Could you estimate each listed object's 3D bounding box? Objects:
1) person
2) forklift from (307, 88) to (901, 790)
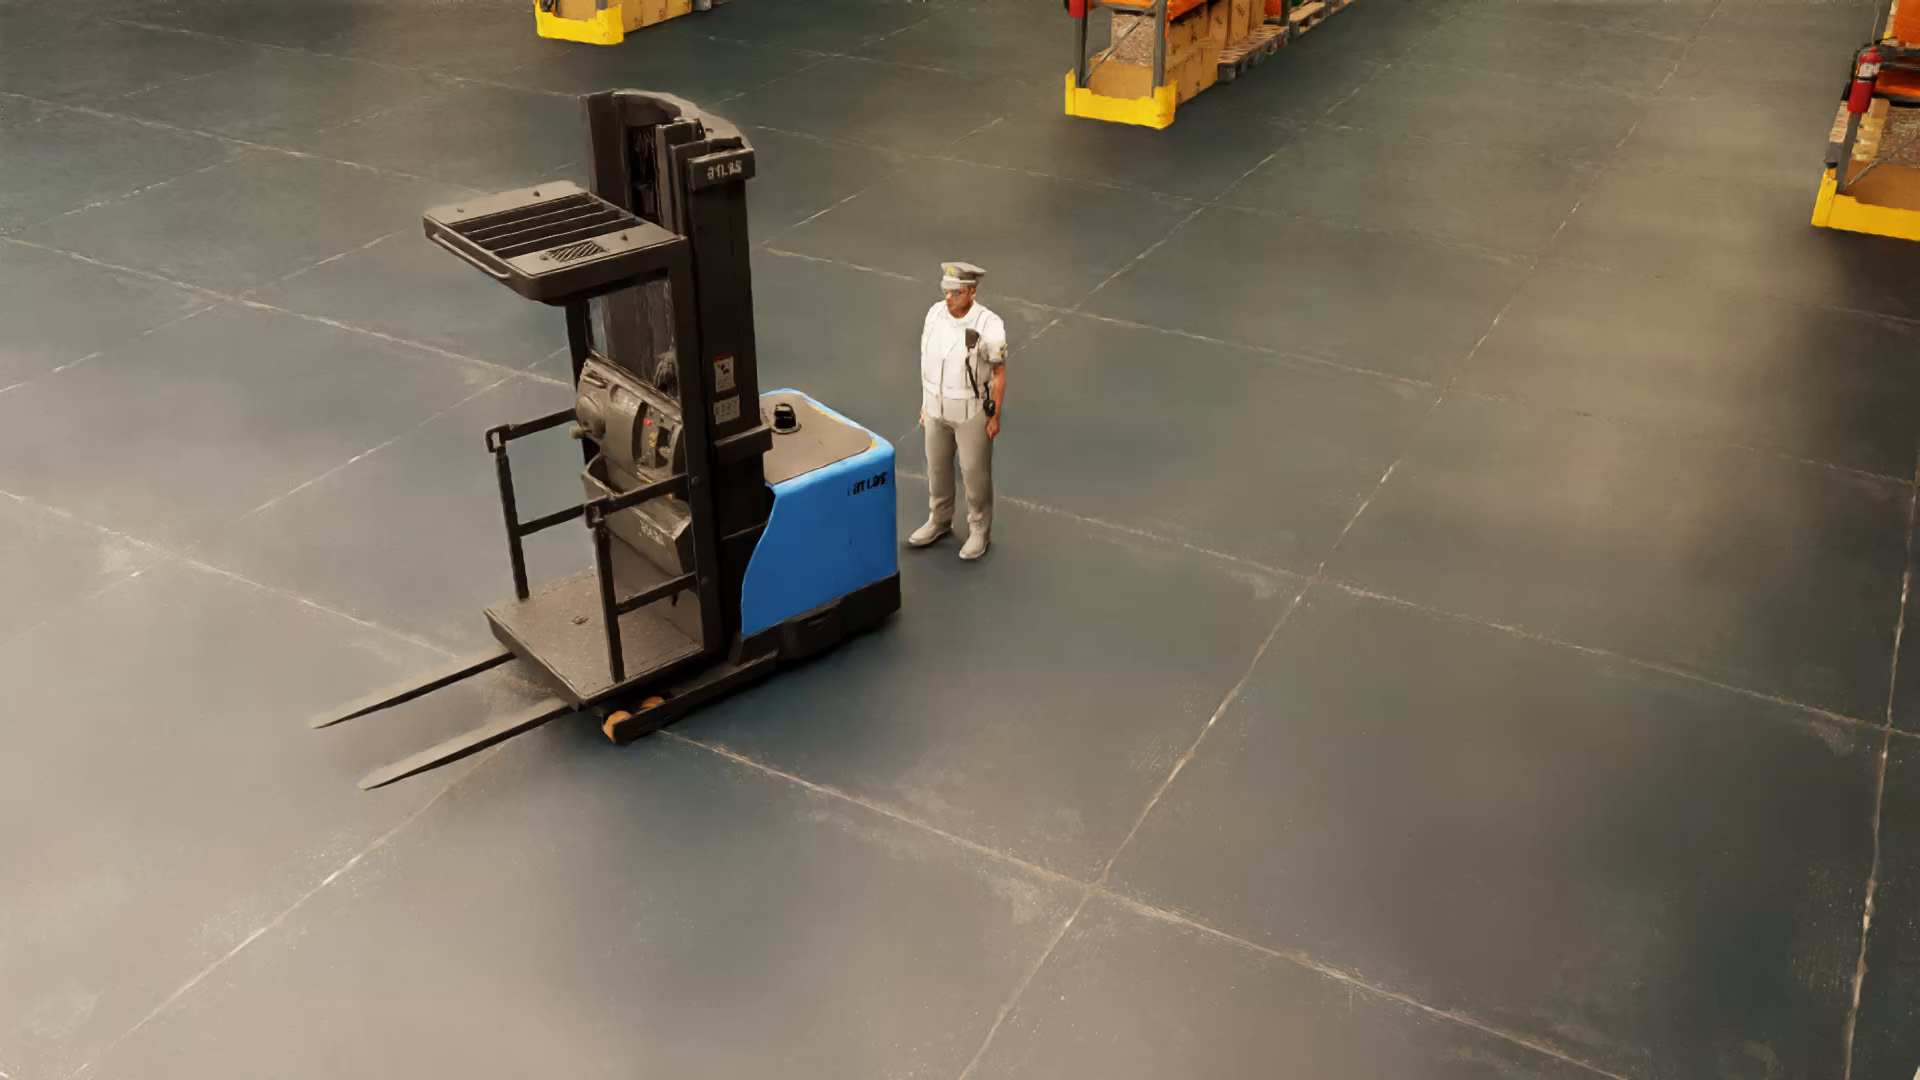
[{"bbox_3d":[-0.007,-0.759,9.548,0.523,1.773,0.396,15,33,25],"label":"person"},{"bbox_3d":[-1.782,-0.553,8.029,3.031,2.935,1.130,-23,37,-34],"label":"forklift"}]
